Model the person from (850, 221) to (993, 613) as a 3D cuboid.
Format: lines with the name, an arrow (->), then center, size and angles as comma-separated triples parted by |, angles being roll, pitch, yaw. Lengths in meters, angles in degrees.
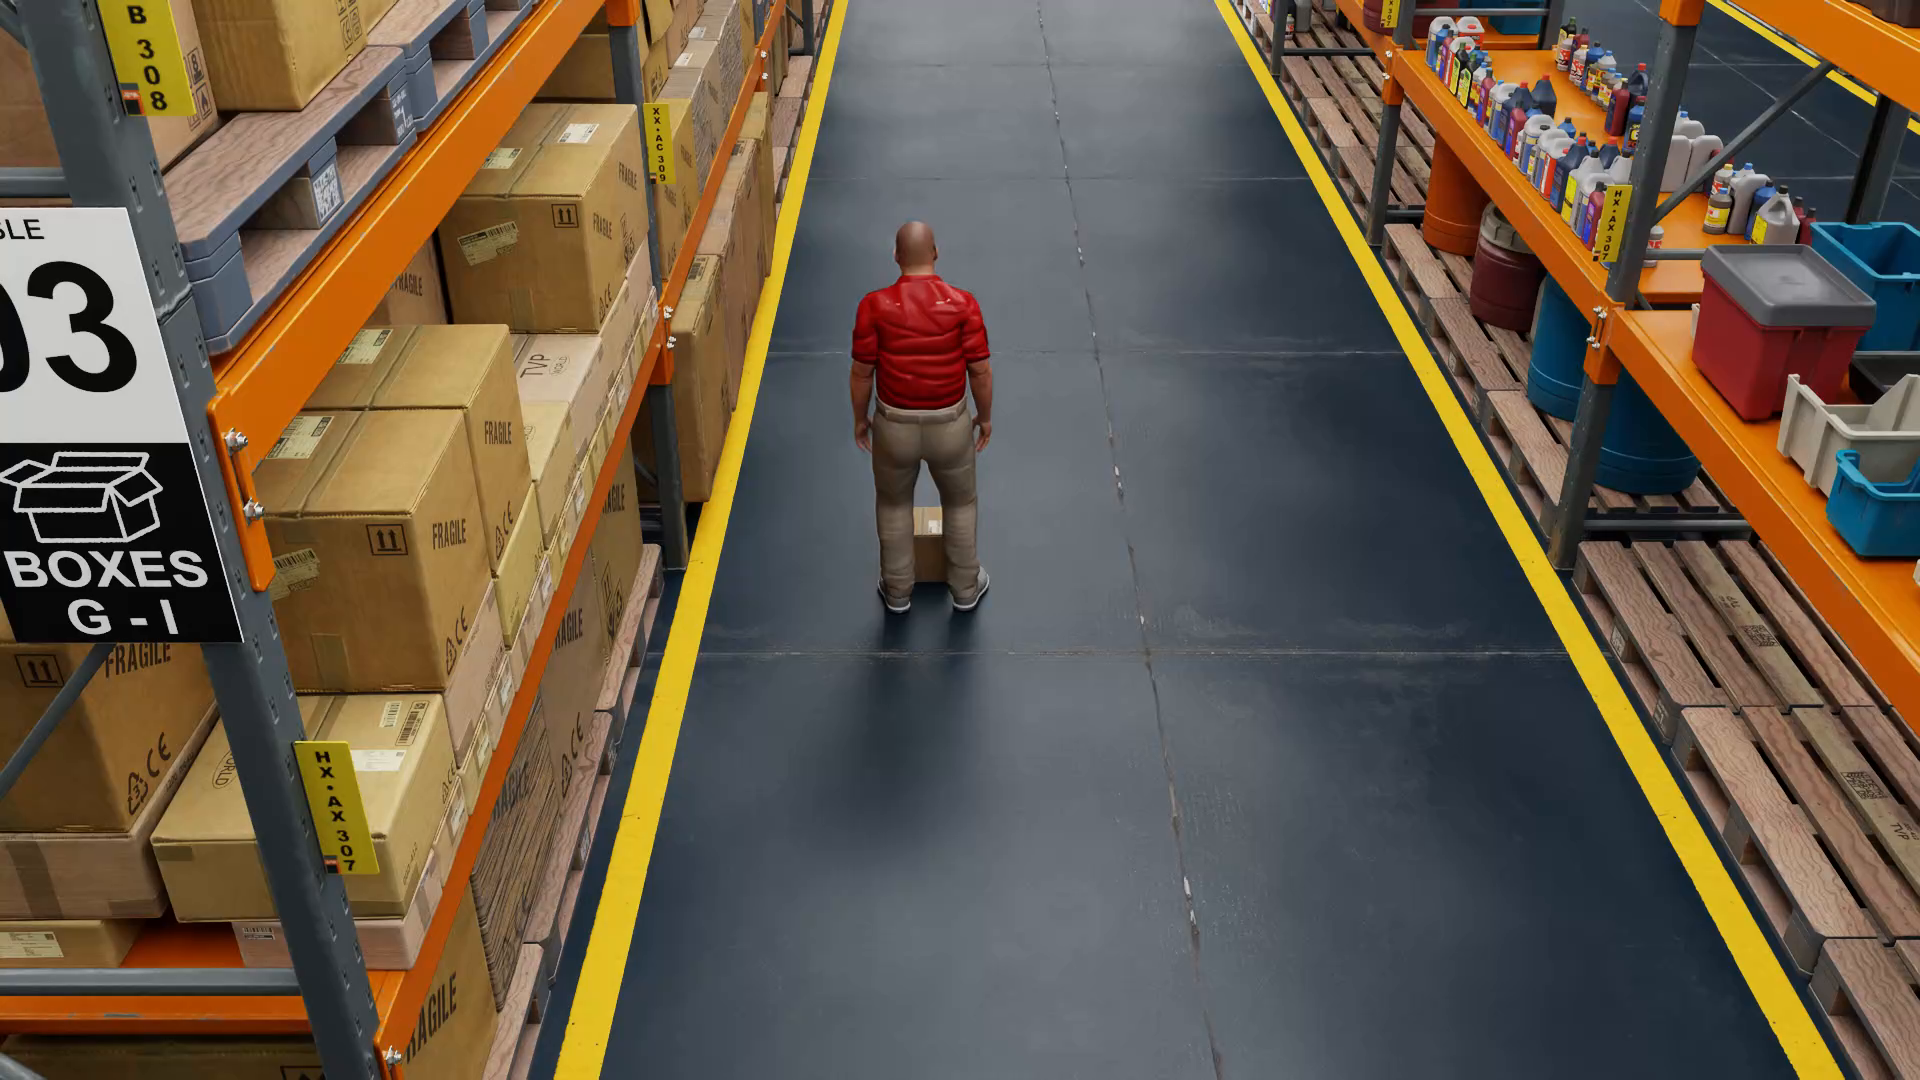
person -> -0.155, -0.482, 6.938 | 0.585, 1.727, 0.393 | 0, 31, 0
